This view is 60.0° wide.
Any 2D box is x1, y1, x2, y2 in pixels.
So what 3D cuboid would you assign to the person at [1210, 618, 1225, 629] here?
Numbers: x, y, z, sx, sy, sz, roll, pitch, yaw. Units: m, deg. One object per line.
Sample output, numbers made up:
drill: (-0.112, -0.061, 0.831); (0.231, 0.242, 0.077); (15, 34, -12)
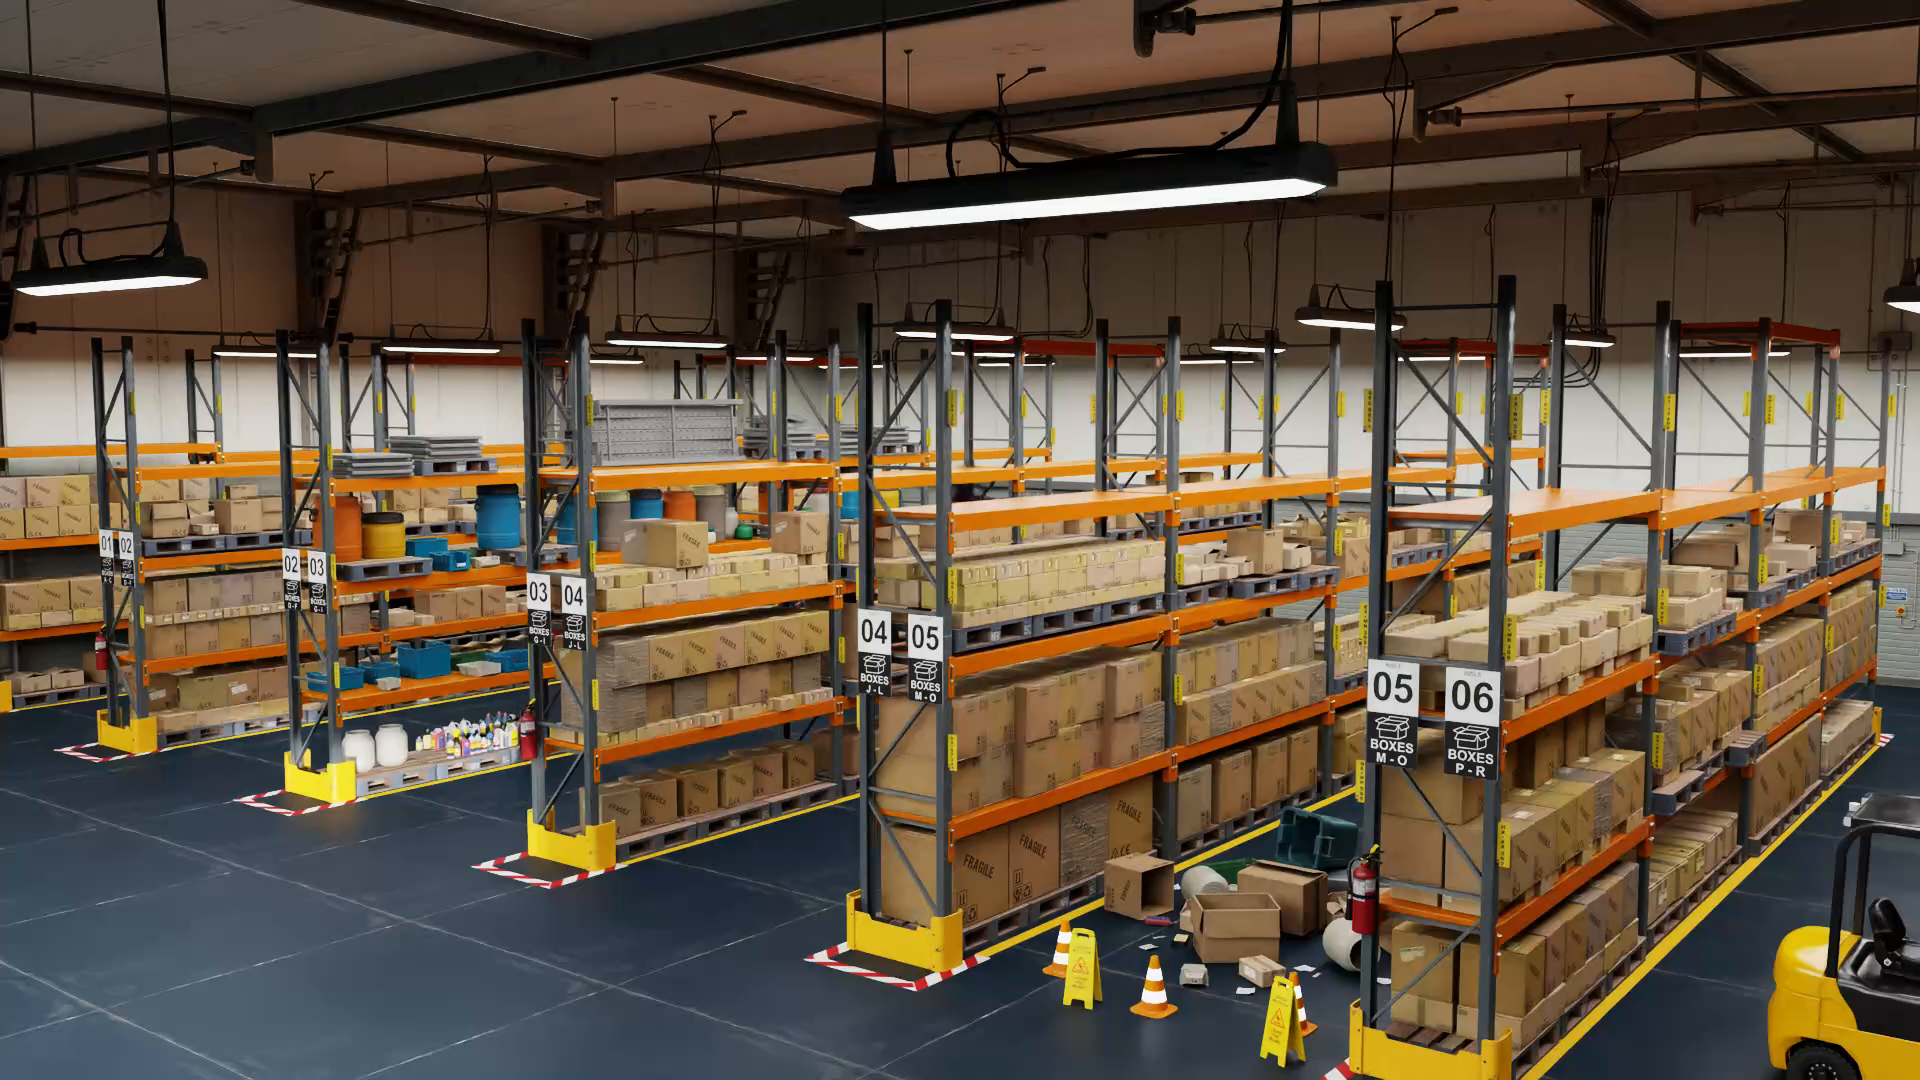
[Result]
person: (4.118, 1.991, 26.836); (0.384, 1.690, 0.505); (4, 7, 41)
